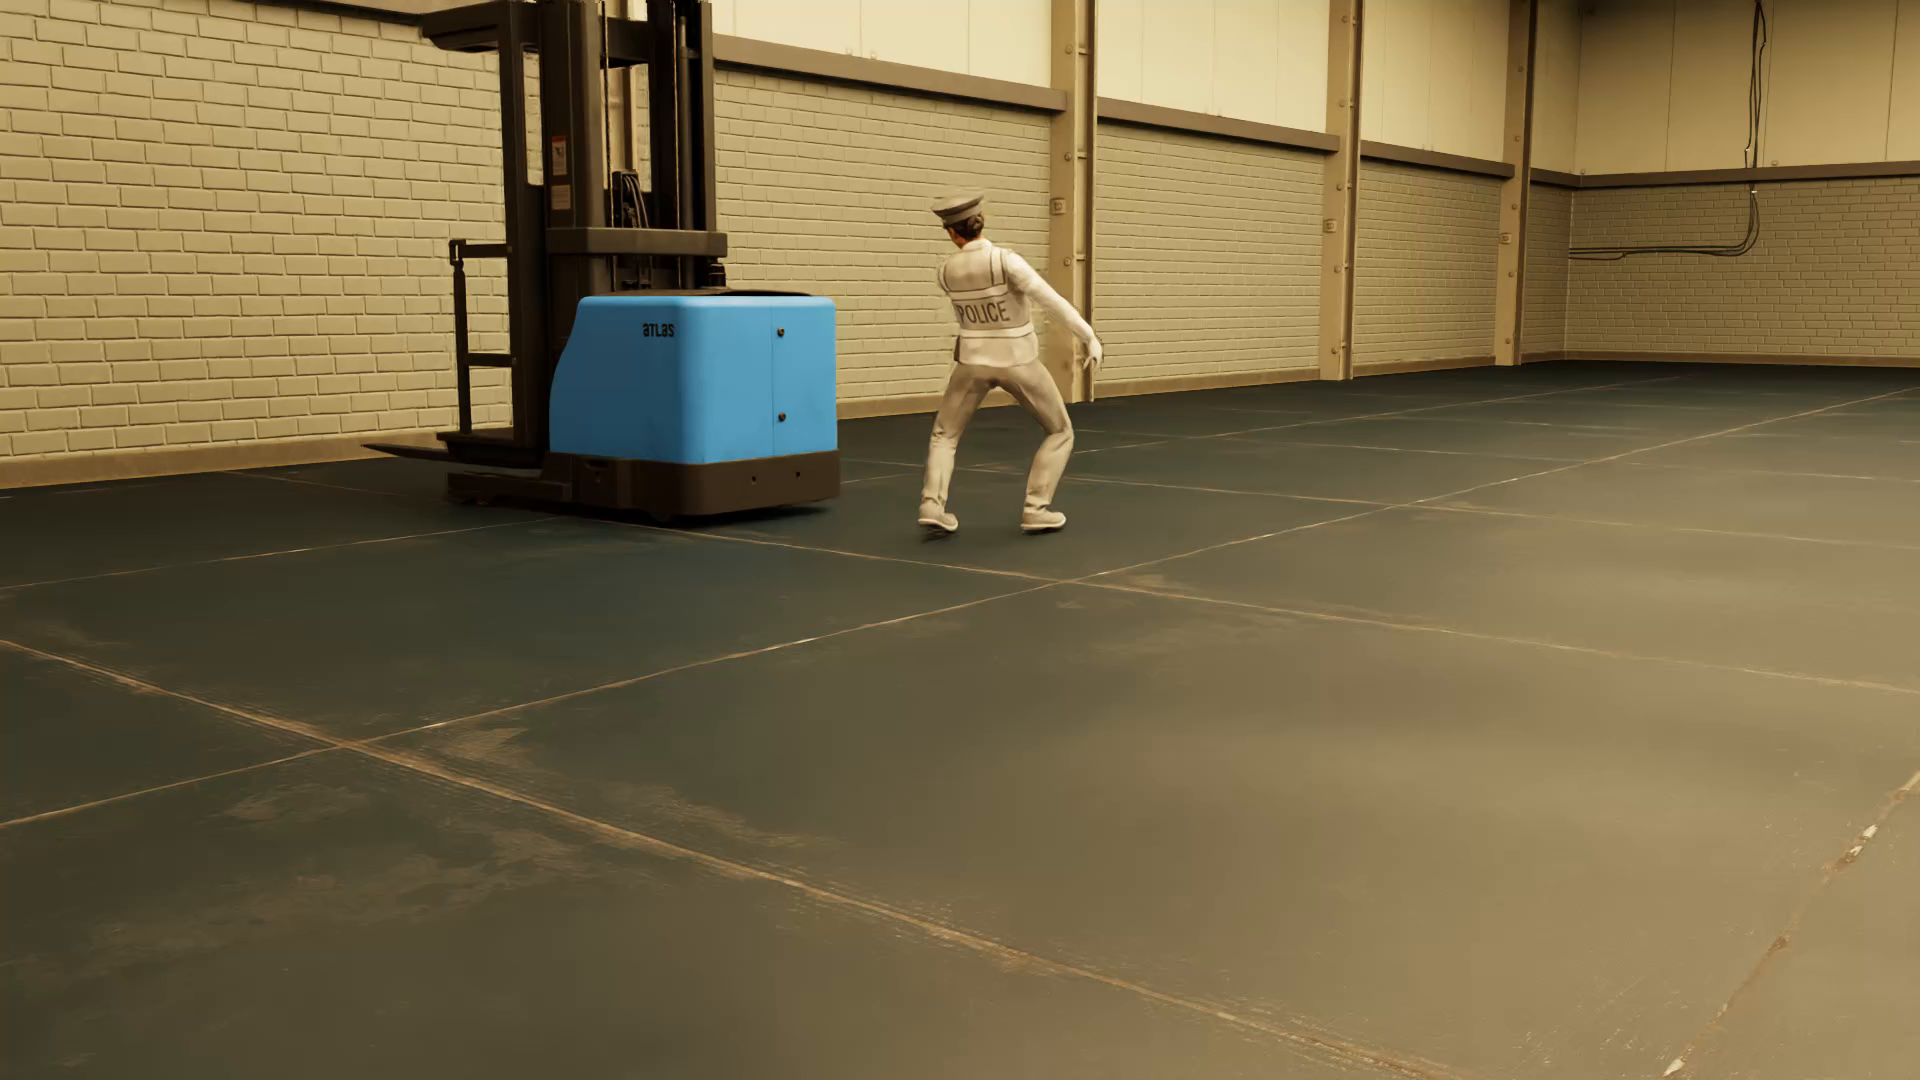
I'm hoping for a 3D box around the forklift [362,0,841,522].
[{"bbox_3d":[-2.072,-1.681,8.766,3.031,2.935,1.130,7,11,38],"label":"forklift"}]

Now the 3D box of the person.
[{"bbox_3d":[0.255,-0.807,7.556,0.784,1.527,0.833,2,9,13],"label":"person"}]
